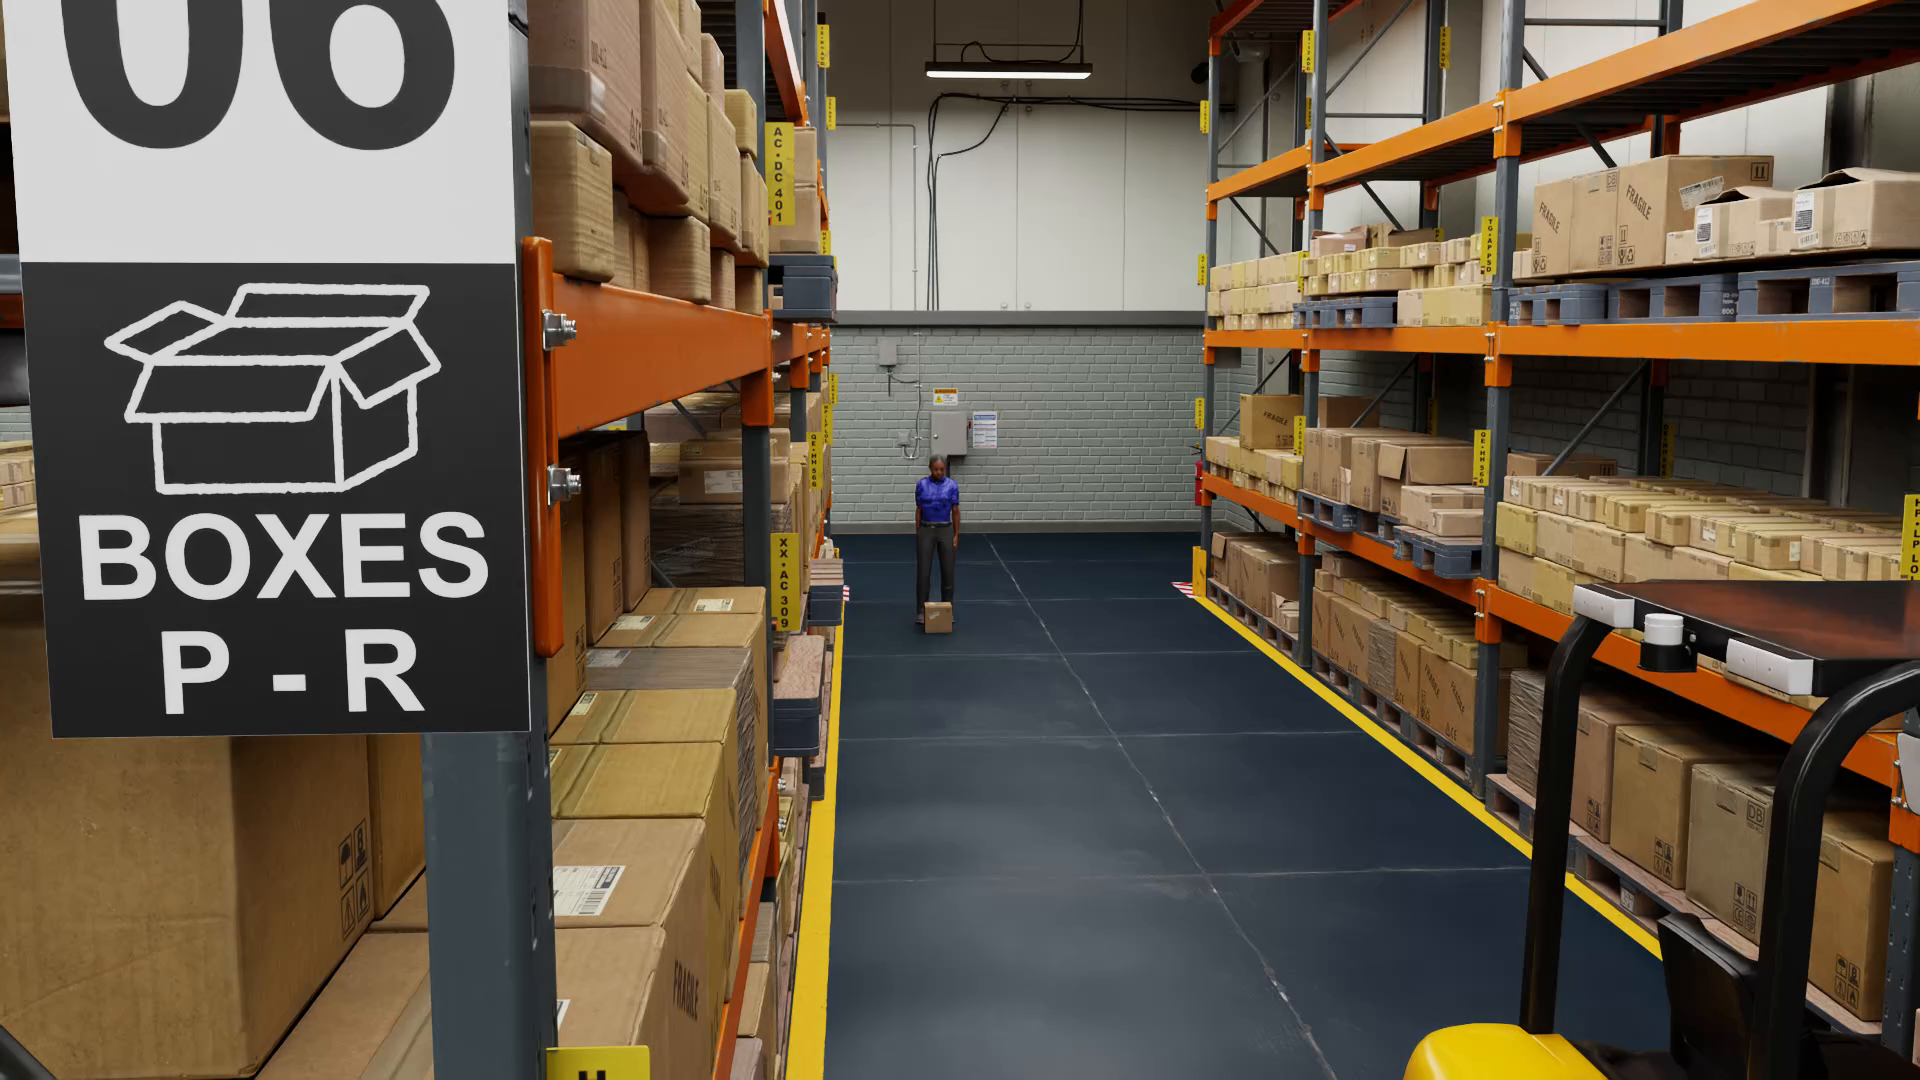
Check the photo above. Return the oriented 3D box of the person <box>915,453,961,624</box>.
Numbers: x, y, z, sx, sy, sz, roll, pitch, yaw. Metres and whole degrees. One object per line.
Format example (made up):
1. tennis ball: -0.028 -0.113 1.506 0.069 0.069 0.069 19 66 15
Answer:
1. person: -0.214 -0.021 16.017 0.440 1.649 0.306 0 7 -1
